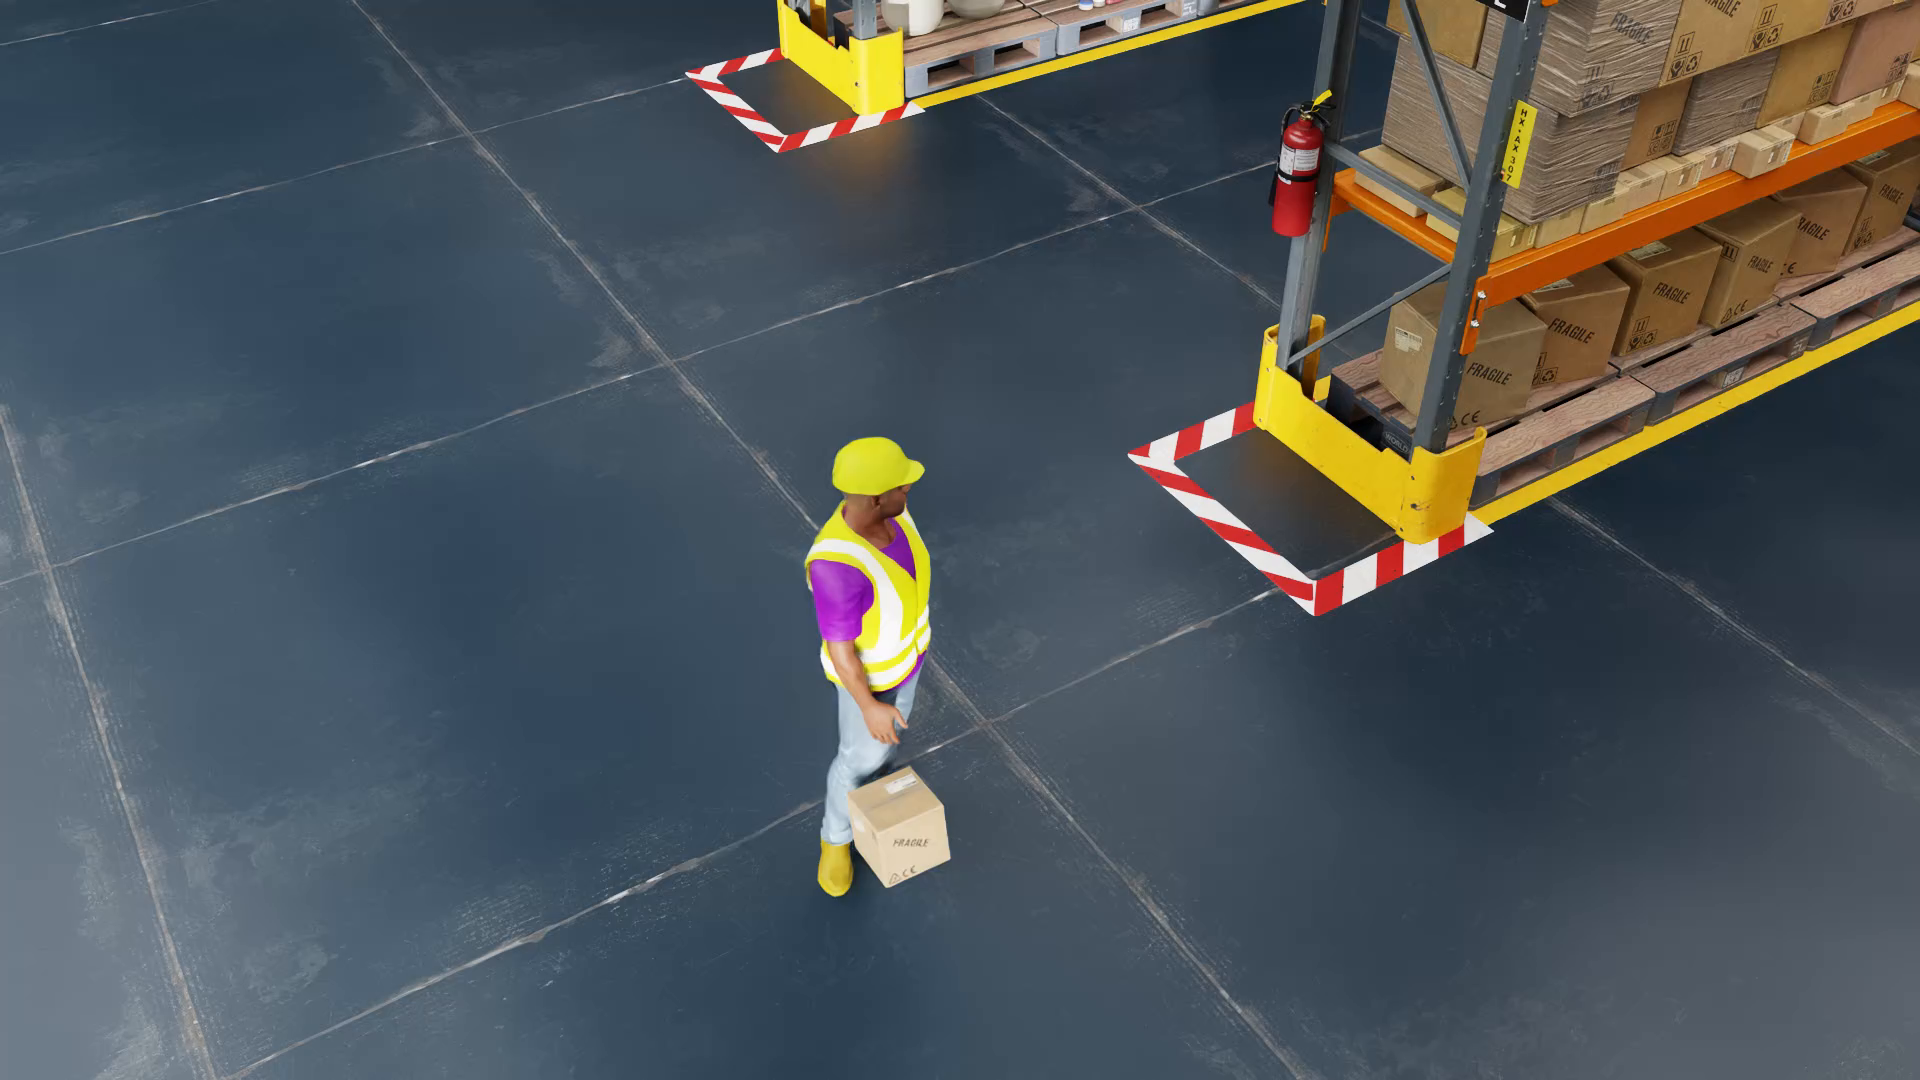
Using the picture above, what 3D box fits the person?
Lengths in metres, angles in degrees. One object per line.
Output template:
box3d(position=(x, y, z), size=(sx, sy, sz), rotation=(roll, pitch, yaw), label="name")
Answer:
box3d(position=(-0.286, 0.426, 5.614), size=(0.396, 1.768, 0.671), rotation=(15, 43, 17), label="person")
